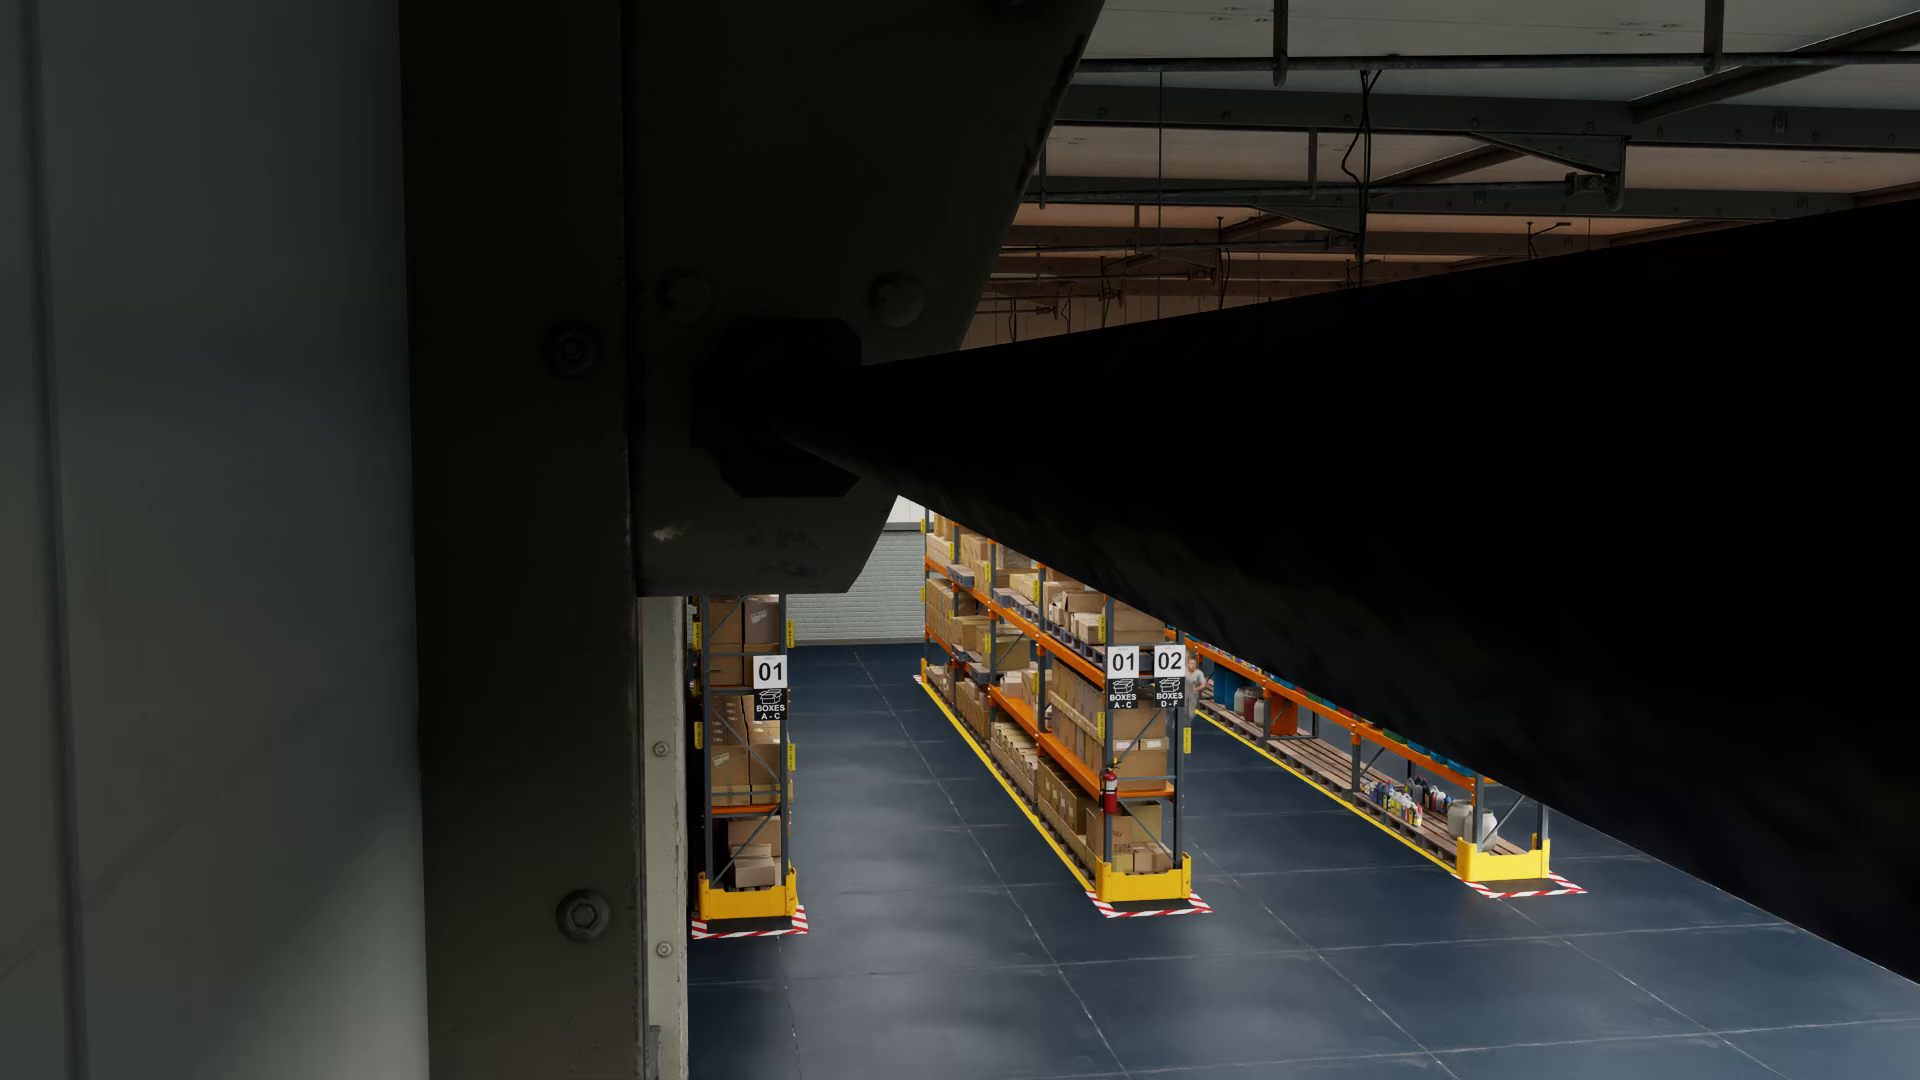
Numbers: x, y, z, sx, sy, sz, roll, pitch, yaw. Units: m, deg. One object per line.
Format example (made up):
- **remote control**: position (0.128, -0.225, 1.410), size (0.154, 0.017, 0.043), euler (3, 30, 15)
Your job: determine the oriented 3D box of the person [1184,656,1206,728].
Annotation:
- **person**: position (4.194, 2.866, 30.498), size (0.568, 1.538, 0.913), euler (0, 5, 1)
